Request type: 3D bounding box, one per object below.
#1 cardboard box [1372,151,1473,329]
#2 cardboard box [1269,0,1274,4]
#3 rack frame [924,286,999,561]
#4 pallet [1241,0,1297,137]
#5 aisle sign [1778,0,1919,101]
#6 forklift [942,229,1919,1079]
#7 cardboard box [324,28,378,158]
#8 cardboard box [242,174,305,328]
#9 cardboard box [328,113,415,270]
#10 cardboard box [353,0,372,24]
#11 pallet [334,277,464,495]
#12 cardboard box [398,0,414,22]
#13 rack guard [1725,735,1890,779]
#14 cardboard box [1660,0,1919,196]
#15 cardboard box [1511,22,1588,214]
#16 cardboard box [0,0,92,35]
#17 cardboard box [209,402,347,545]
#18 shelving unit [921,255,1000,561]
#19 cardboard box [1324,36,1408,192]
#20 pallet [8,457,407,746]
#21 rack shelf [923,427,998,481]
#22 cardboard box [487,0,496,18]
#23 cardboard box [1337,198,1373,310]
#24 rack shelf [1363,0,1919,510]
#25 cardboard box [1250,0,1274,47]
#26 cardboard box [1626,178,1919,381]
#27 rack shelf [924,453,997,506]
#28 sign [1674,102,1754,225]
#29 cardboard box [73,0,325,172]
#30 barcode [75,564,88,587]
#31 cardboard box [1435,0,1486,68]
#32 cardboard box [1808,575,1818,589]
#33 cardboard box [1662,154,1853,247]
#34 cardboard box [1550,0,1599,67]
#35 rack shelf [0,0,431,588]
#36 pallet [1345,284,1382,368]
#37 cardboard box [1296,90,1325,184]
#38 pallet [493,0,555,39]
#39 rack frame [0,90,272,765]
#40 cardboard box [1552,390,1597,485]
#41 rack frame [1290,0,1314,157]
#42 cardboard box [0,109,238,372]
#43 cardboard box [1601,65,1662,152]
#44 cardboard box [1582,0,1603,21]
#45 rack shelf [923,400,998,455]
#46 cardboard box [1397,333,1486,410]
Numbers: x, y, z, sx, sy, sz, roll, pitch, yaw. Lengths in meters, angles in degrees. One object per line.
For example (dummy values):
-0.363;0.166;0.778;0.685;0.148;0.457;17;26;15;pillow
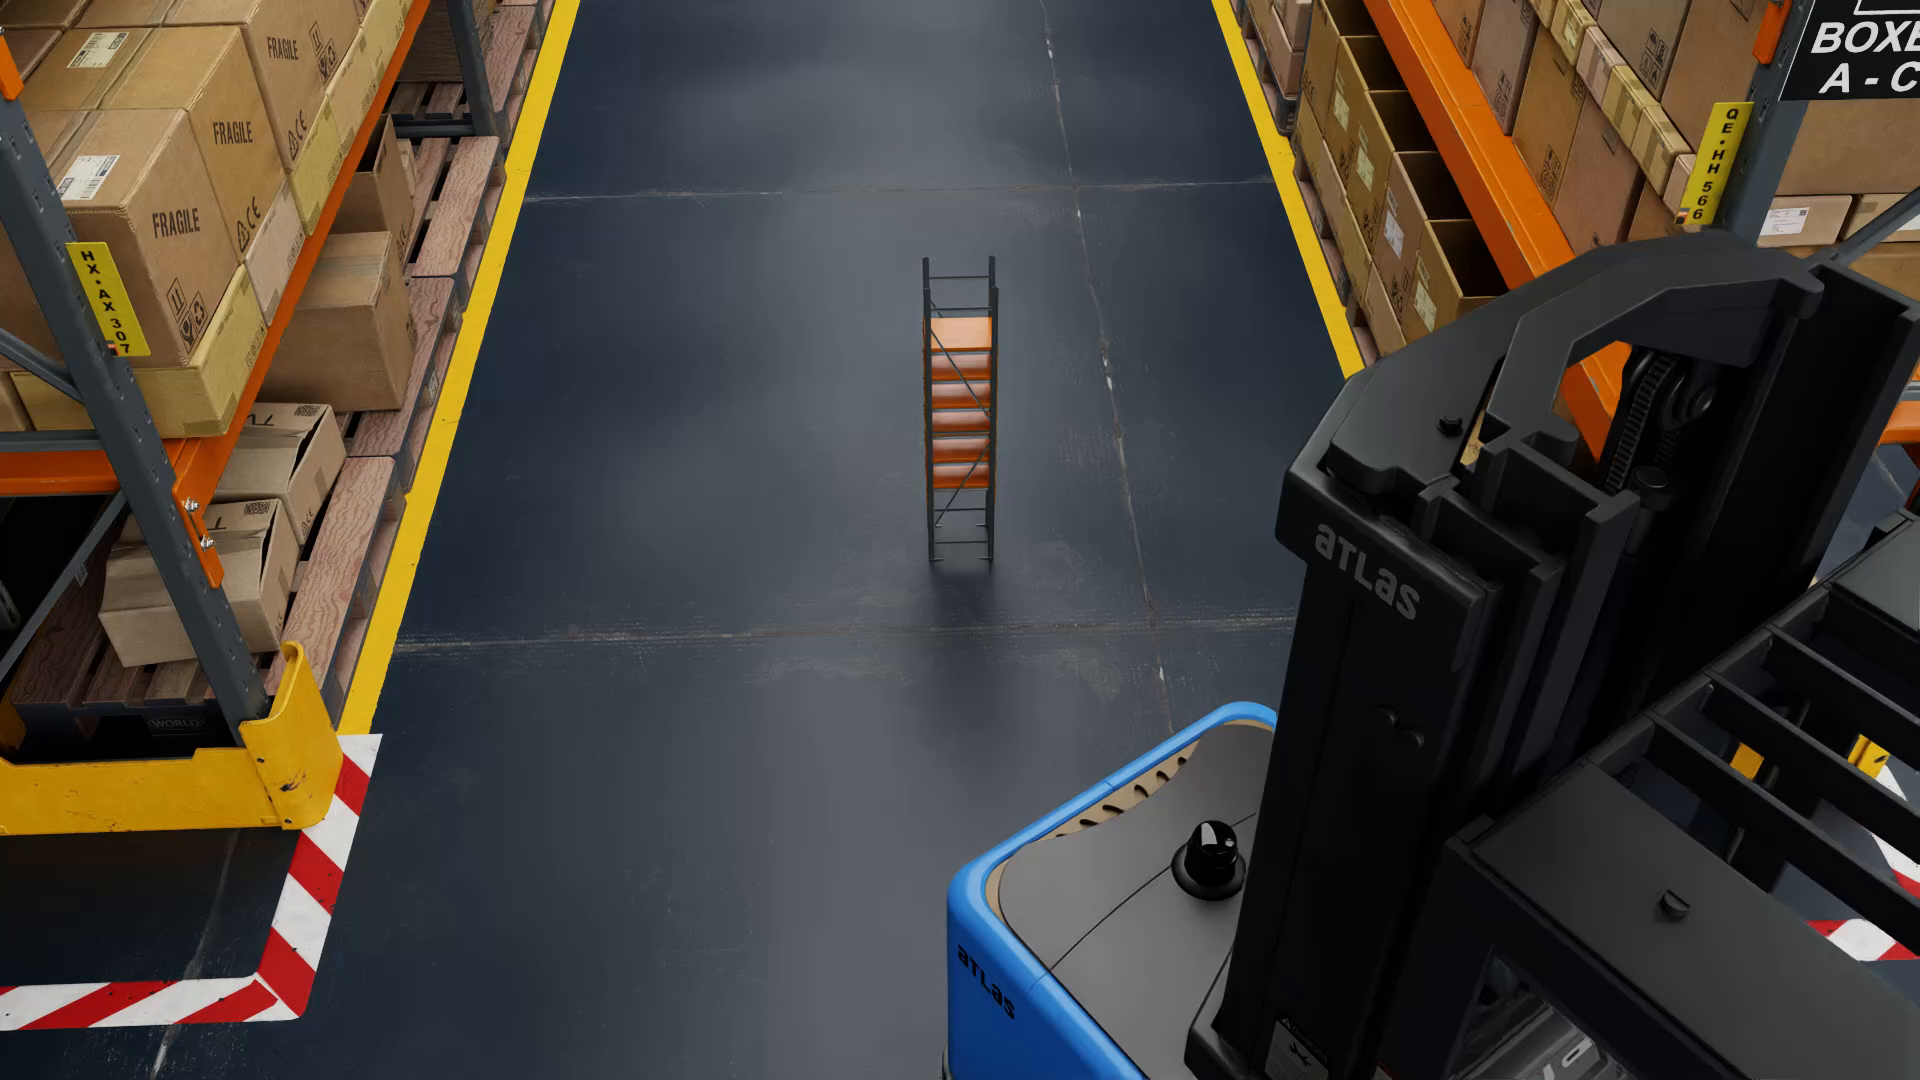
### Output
1.949;-1.171;6.477;0.500;0.500;0.500;-2;43;-2;cardboard box
1.845;-3.053;8.670;0.500;0.311;0.500;-1;43;-1;cardboard box
0.005;-0.371;5.767;0.240;1.200;0.006;-2;43;-2;rack frame
2.106;-2.557;8.883;1.003;0.211;1.213;-2;43;-2;pallet
2.056;-1.294;3.517;0.394;0.787;0.004;-2;43;-2;aisle sign
1.242;1.088;2.893;1.130;2.935;3.031;-27;49;-26;forklift
-2.377;-1.570;5.839;0.500;0.250;0.500;-1;43;-1;cardboard box
-2.342;-0.884;5.091;0.500;0.250;0.500;-3;43;-3;cardboard box
-2.688;-1.485;7.174;0.500;0.500;0.500;-5;43;-5;cardboard box
-2.406;-2.185;5.955;0.500;0.500;0.500;-3;43;-3;cardboard box
-2.654;-0.638;6.790;1.003;0.211;1.213;-2;43;-2;pallet
-2.437;-2.248;6.579;0.500;0.250;0.500;-1;43;-2;cardboard box
2.348;0.550;5.280;1.175;0.500;0.348;-2;43;-2;rack guard
2.337;-1.254;4.365;0.700;0.500;0.500;-1;43;-2;cardboard box
2.297;-1.430;5.516;0.700;0.500;0.500;-1;43;-2;cardboard box
-2.873;-1.473;5.178;0.500;0.500;0.500;-3;43;-3;cardboard box
-2.566;-0.269;5.988;0.500;0.311;0.500;2;43;2;cardboard box
0.001;-0.433;5.834;0.258;1.200;0.189;-2;43;-2;shelving unit
1.913;-1.847;7.214;0.500;0.500;0.500;-2;43;-2;cardboard box
-2.605;0.184;5.893;1.003;0.211;1.213;-2;43;-2;pallet
0.001;-0.311;5.945;0.258;0.103;0.180;-2;43;-2;rack shelf
-2.892;-3.028;8.858;0.700;0.500;0.500;-2;43;-3;cardboard box
1.926;-1.232;7.099;0.500;0.250;0.500;-2;43;-2;cardboard box
2.262;-1.473;6.170;1.077;0.370;4.000;-2;43;-2;rack shelf
1.850;-2.843;8.856;0.500;0.250;0.500;-2;43;-2;cardboard box
2.340;-0.740;4.764;0.700;0.500;0.500;-2;43;-2;cardboard box
0.001;-0.223;6.026;0.258;0.103;0.180;-2;43;-2;rack shelf
1.804;-0.896;3.975;0.100;0.325;0.005;-2;43;-2;sign
-2.349;-1.486;5.192;0.500;0.500;0.500;-3;43;-3;cardboard box
-2.942;0.112;5.566;0.001;0.075;0.075;-2;43;-2;barcode
2.248;-2.131;6.281;0.700;0.500;0.500;-1;43;-1;cardboard box
2.546;0.102;5.643;0.500;0.250;0.500;-2;43;-2;cardboard box
2.140;-0.917;4.476;0.380;0.149;0.250;-2;43;-3;cardboard box
2.096;-1.613;5.236;0.380;0.149;0.250;0;43;0;cardboard box
-2.687;-1.328;6.012;1.077;0.370;4.000;-2;43;-2;rack shelf
2.223;-0.697;6.854;1.003;0.211;1.213;-2;43;-2;pallet
1.893;-1.908;7.836;0.500;0.250;0.500;-2;43;-2;cardboard box
-2.862;-3.267;9.658;1.003;0.211;1.213;-2;43;-2;pallet
-2.602;-0.243;4.296;1.000;3.000;0.127;-2;43;-2;rack frame
2.026;-0.159;5.373;0.500;0.500;0.500;-2;43;-2;cardboard box
2.177;-3.088;7.400;1.000;3.000;0.127;-2;43;-2;rack frame
-2.322;-0.803;4.447;0.500;0.500;0.500;-2;43;-2;cardboard box
2.116;-1.266;4.857;0.380;0.149;0.250;-2;43;-2;cardboard box
2.287;-1.950;5.123;0.700;0.500;0.500;-1;43;-2;cardboard box
0.001;-0.400;5.864;0.258;0.103;0.180;-2;43;-2;rack shelf
1.972;-0.558;6.362;0.500;0.250;0.500;-2;43;-2;cardboard box
